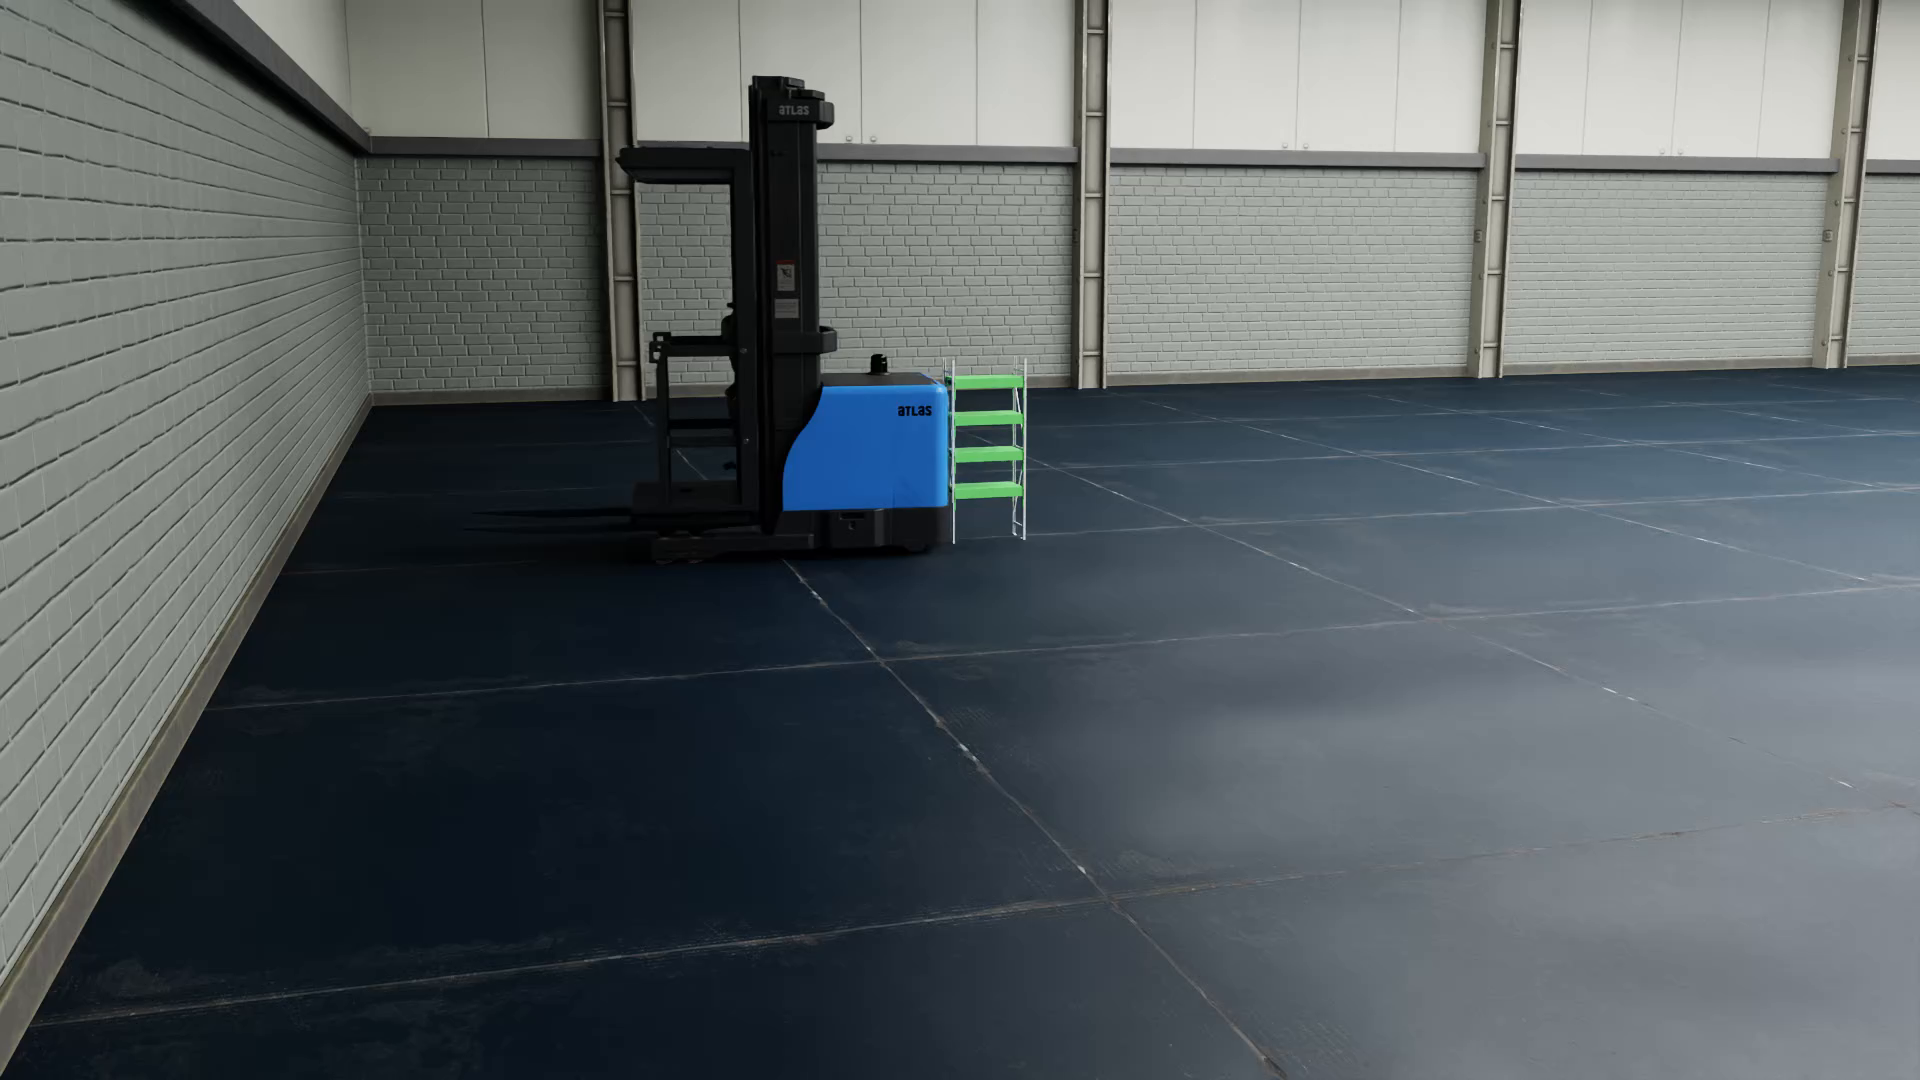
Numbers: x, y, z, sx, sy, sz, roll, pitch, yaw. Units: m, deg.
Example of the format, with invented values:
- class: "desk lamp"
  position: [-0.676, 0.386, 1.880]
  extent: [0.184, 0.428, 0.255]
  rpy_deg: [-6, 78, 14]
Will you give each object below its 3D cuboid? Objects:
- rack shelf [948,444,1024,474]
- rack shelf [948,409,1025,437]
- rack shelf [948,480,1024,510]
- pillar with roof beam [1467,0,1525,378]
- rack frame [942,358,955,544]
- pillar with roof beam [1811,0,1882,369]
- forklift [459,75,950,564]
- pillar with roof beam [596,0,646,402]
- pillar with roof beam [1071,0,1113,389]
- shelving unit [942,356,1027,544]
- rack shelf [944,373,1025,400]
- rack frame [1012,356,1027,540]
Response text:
- class: "rack shelf"
  position: [0.159, -0.536, 10.995]
  extent: [0.480, 0.148, 0.258]
  rpy_deg: [-3, 11, -16]
- class: "rack shelf"
  position: [0.159, -0.772, 10.951]
  extent: [0.480, 0.148, 0.258]
  rpy_deg: [-3, 11, -16]
- class: "rack shelf"
  position: [0.159, -0.300, 11.038]
  extent: [0.480, 0.148, 0.258]
  rpy_deg: [-3, 11, -16]
- class: "pillar with roof beam"
  position: [8.664, -6.000, 18.786]
  extent: [0.400, 9.000, 9.100]
  rpy_deg: [-3, 11, -16]
- class: "rack frame"
  position: [-0.075, -0.586, 10.916]
  extent: [0.015, 1.200, 0.240]
  rpy_deg: [-3, 11, -16]
- class: "pillar with roof beam"
  position: [14.424, -6.304, 20.435]
  extent: [0.400, 9.000, 9.100]
  rpy_deg: [-3, 11, -16]
- class: "forklift"
  position: [-1.627, -1.395, 10.526]
  extent: [3.031, 2.935, 1.130]
  rpy_deg: [-2, 11, -9]
- class: "pillar with roof beam"
  position: [-2.858, -5.393, 15.487]
  extent: [0.400, 9.000, 9.100]
  rpy_deg: [-3, 11, -16]
- class: "pillar with roof beam"
  position: [2.903, -5.697, 17.136]
  extent: [0.400, 9.000, 9.100]
  rpy_deg: [-3, 11, -16]
- class: "shelving unit"
  position: [0.159, -0.598, 10.983]
  extent: [0.503, 1.200, 0.258]
  rpy_deg: [-3, 11, -16]
- class: "rack shelf"
  position: [0.159, -1.008, 10.908]
  extent: [0.480, 0.148, 0.258]
  rpy_deg: [-3, 11, -16]
- class: "rack frame"
  position: [0.393, -0.611, 11.050]
  extent: [0.015, 1.200, 0.240]
  rpy_deg: [-3, 11, -16]
